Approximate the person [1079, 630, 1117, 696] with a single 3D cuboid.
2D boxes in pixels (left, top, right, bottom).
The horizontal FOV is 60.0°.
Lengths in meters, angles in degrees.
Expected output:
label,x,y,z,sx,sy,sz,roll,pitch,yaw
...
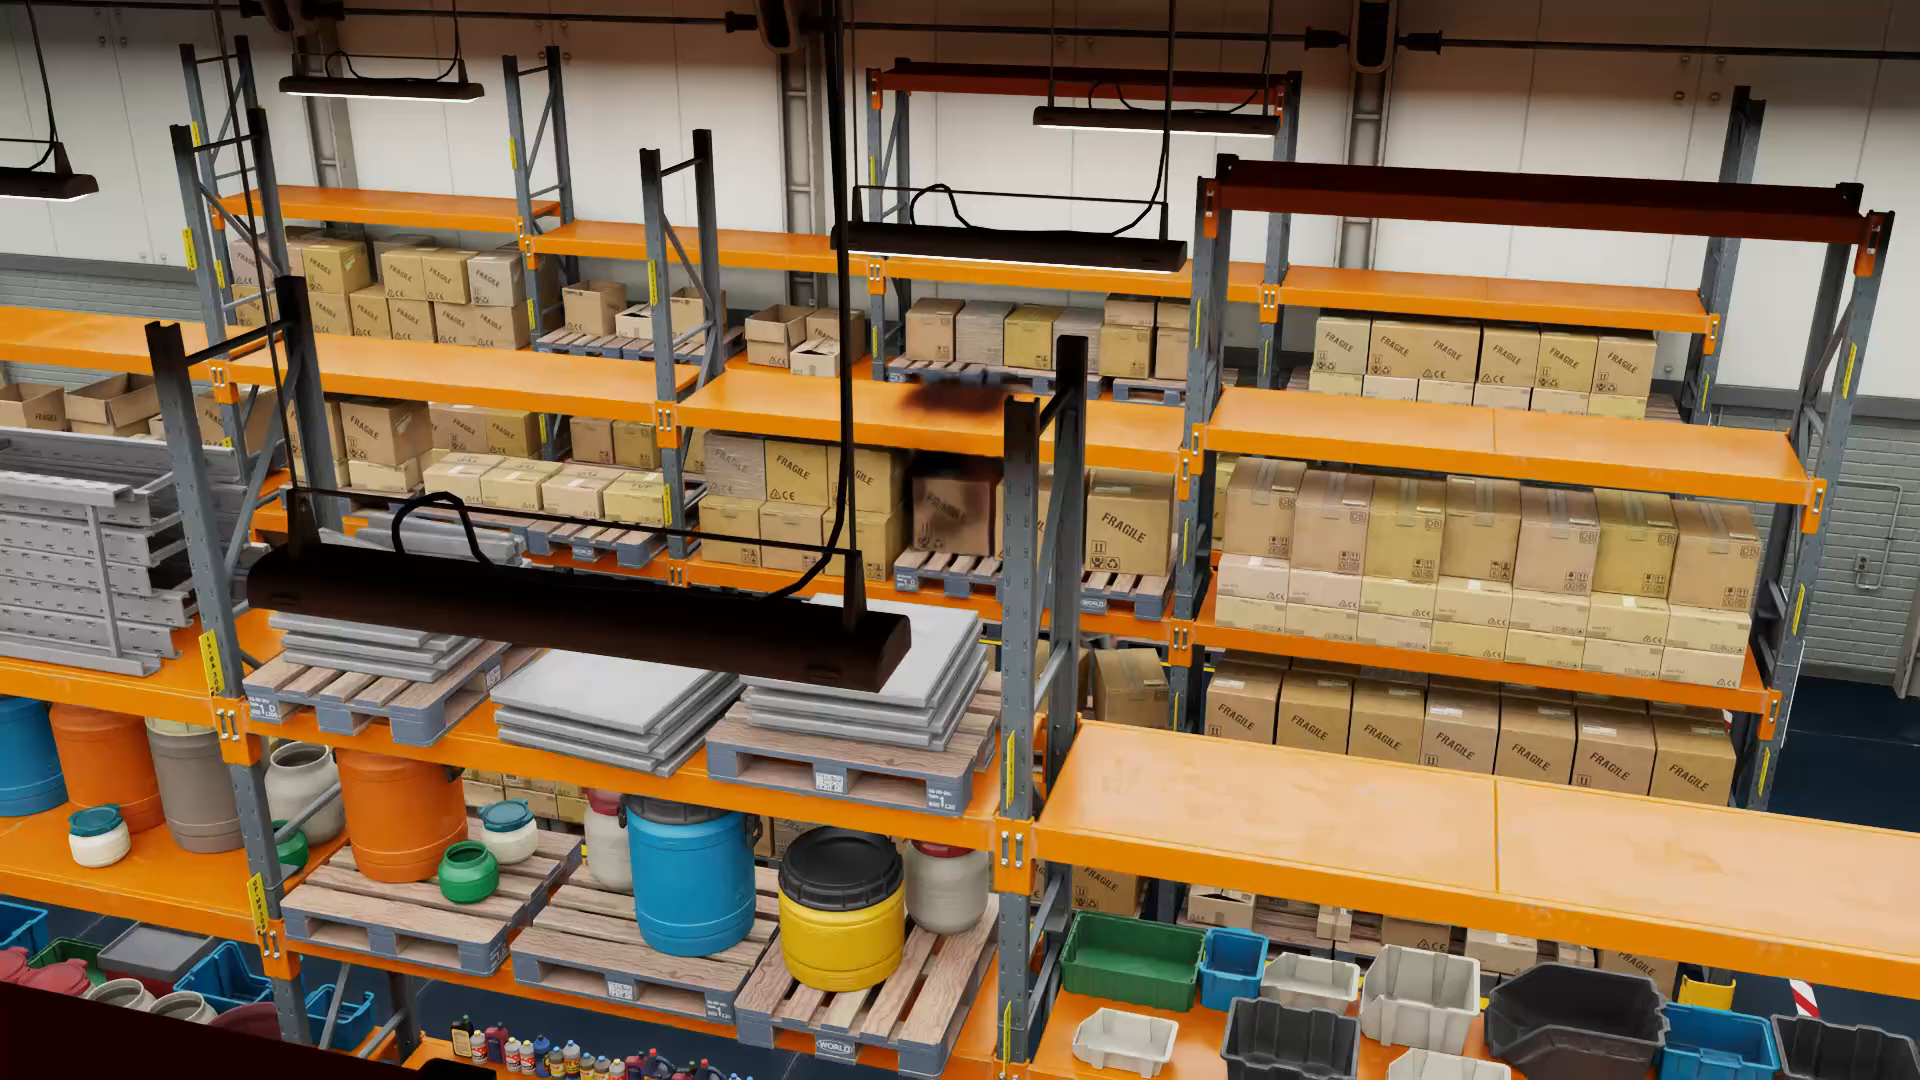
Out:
label,x,y,z,sx,sy,sz,roll,pitch,yaw
person,1.328,0.953,16.386,0.457,1.584,0.421,-3,23,-6
